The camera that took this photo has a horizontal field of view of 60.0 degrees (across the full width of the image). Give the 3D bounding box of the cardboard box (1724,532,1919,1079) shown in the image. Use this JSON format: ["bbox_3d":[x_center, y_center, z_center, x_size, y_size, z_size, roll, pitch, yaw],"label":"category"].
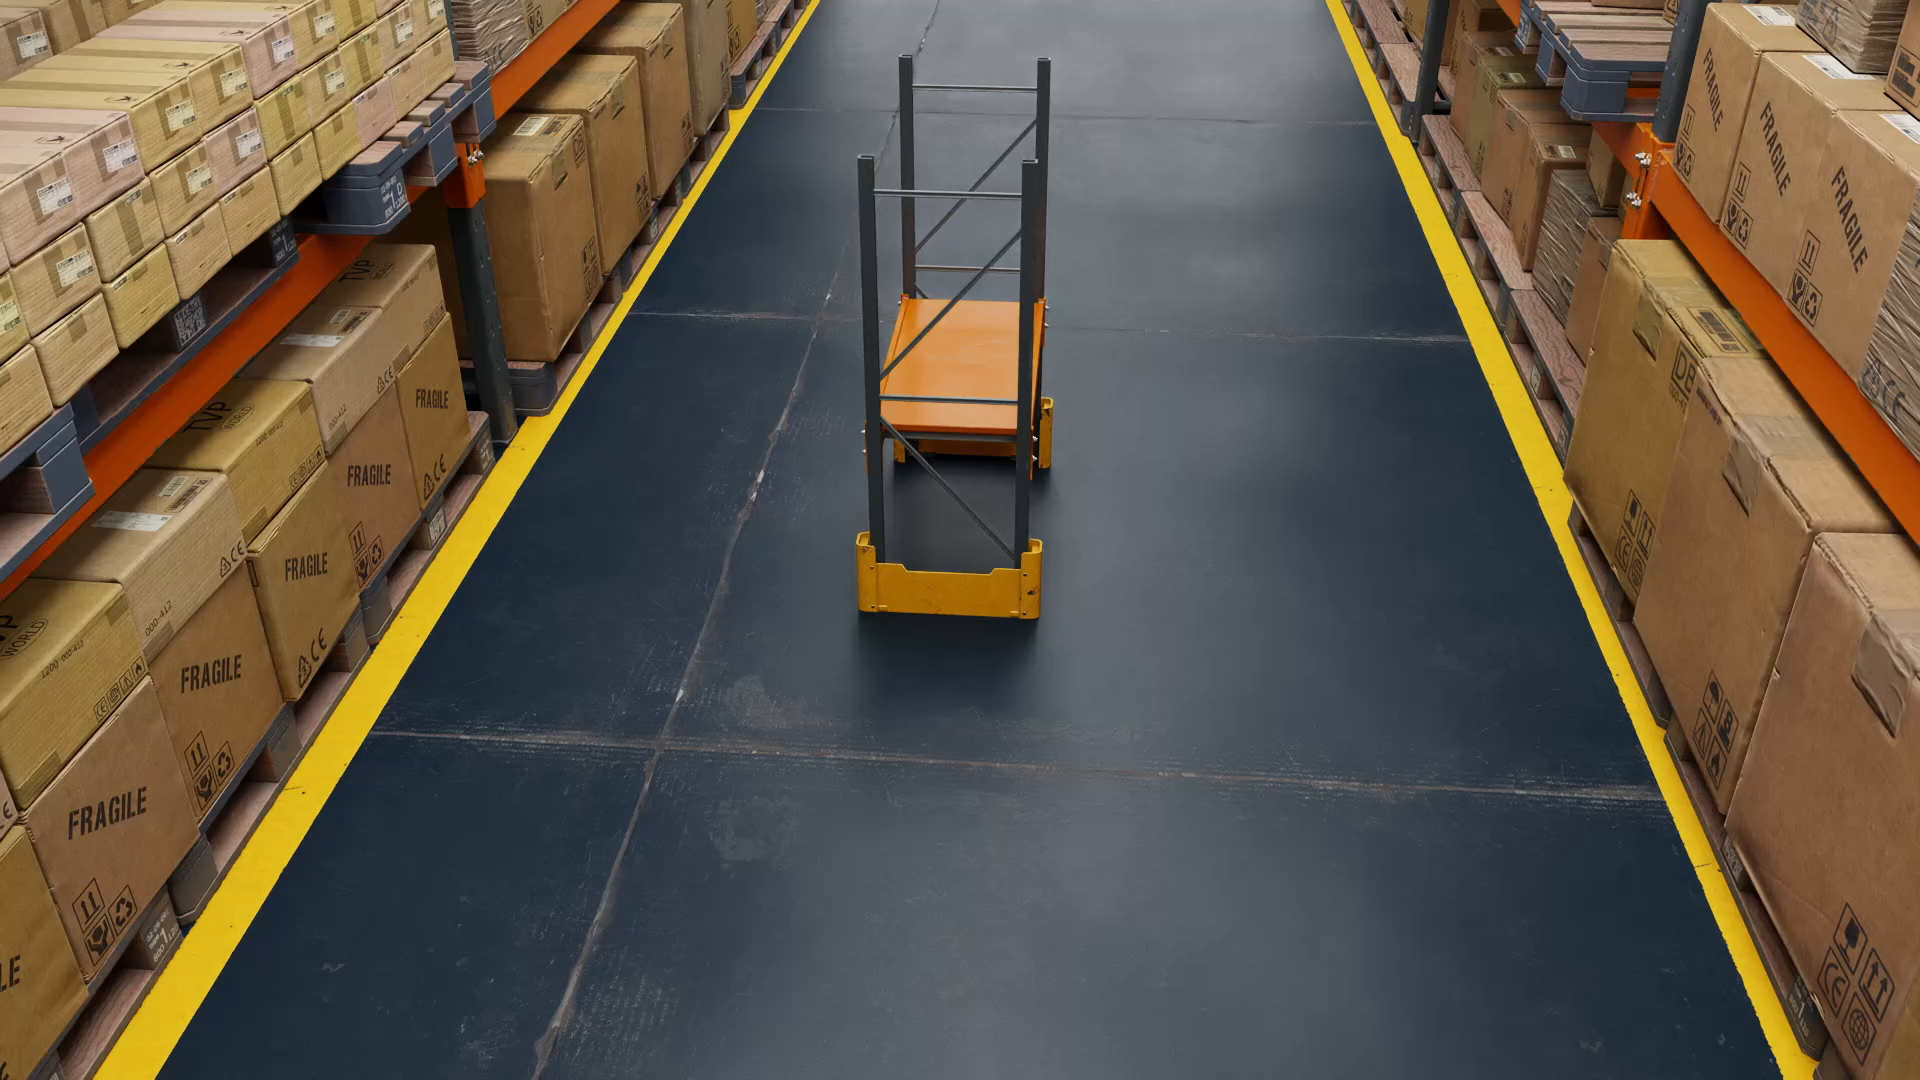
[{"bbox_3d":[2.504,0.593,3.554,1.225,0.875,0.875,1,32,2],"label":"cardboard box"}]

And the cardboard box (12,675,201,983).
[{"bbox_3d":[-2.170,0.639,3.836,0.500,0.500,0.500,4,32,6],"label":"cardboard box"}]

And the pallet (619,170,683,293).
[{"bbox_3d":[-1.969,-1.544,8.055,1.003,0.211,1.213,2,32,4],"label":"pallet"}]

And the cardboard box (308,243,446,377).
[{"bbox_3d":[-2.005,-0.751,5.378,0.500,0.250,0.500,2,32,3],"label":"cardboard box"}]

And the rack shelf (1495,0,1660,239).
[{"bbox_3d":[2.888,-2.161,7.083,1.077,0.370,4.000,2,32,4],"label":"rack shelf"}]

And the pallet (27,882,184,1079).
[{"bbox_3d":[-2.474,1.185,3.625,1.003,0.211,1.213,2,32,4],"label":"pallet"}]

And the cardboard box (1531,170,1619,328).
[{"bbox_3d":[2.792,-1.187,6.779,0.700,0.500,0.500,0,32,0],"label":"cardboard box"}]

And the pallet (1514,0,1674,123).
[{"bbox_3d":[2.677,-1.717,5.860,1.213,0.211,1.003,2,32,4],"label":"pallet"}]

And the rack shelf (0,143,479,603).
[{"bbox_3d":[-2.373,-0.334,4.119,1.077,0.370,4.000,2,32,4],"label":"rack shelf"}]

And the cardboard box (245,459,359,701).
[{"bbox_3d":[-2.076,0.103,4.706,0.500,0.500,0.500,1,32,2],"label":"cardboard box"}]

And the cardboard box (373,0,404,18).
[{"bbox_3d":[-1.816,-1.604,4.766,0.380,0.149,0.250,2,32,3],"label":"cardboard box"}]

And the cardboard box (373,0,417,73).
[{"bbox_3d":[-1.817,-1.467,4.828,0.380,0.149,0.250,4,32,6],"label":"cardboard box"}]

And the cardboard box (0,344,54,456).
[{"bbox_3d":[-1.983,-0.260,3.152,0.380,0.149,0.250,3,32,4],"label":"cardboard box"}]

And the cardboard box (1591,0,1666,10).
[{"bbox_3d":[2.675,-2.223,6.003,0.700,0.500,0.500,7,32,11],"label":"cardboard box"}]

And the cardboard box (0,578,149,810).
[{"bbox_3d":[-2.171,0.318,3.643,0.500,0.250,0.500,3,32,5],"label":"cardboard box"}]

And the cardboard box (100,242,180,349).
[{"bbox_3d":[-1.944,-0.536,3.600,0.380,0.149,0.250,2,32,3],"label":"cardboard box"}]

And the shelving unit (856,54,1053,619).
[{"bbox_3d":[0.006,-0.678,5.421,0.587,1.500,1.083,2,32,4],"label":"shelving unit"}]

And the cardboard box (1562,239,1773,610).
[{"bbox_3d":[2.648,-0.336,5.061,1.225,0.875,0.875,1,32,2],"label":"cardboard box"}]

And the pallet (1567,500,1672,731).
[{"bbox_3d":[2.586,0.175,5.266,1.003,0.211,1.213,2,32,4],"label":"pallet"}]

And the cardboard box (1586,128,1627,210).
[{"bbox_3d":[2.783,-1.493,6.563,0.500,0.250,0.500,6,32,10],"label":"cardboard box"}]

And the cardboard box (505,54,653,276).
[{"bbox_3d":[-2.003,-1.679,7.360,1.050,0.750,0.750,3,32,5],"label":"cardboard box"}]

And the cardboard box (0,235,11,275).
[{"bbox_3d":[-1.982,-0.517,3.001,0.380,0.149,0.250,2,32,3],"label":"cardboard box"}]

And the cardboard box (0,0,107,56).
[{"bbox_3d":[-2.507,-1.371,4.387,0.380,0.149,0.250,1,32,2],"label":"cardboard box"}]

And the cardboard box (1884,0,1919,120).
[{"bbox_3d":[2.594,-1.169,3.736,0.797,0.503,0.637,3,32,5],"label":"cardboard box"}]

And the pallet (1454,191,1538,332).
[{"bbox_3d":[2.892,-1.279,7.625,1.003,0.211,1.213,2,32,4],"label":"pallet"}]

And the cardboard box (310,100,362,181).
[{"bbox_3d":[-1.859,-1.086,4.492,0.380,0.149,0.250,2,32,3],"label":"cardboard box"}]

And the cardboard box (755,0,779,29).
[{"bbox_3d":[-1.694,-3.850,10.762,0.875,0.875,0.875,3,32,4],"label":"cardboard box"}]

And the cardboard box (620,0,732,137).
[{"bbox_3d":[-1.845,-2.670,8.968,1.050,0.750,0.750,2,32,4],"label":"cardboard box"}]

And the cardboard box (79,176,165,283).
[{"bbox_3d":[-1.943,-0.666,3.527,0.380,0.149,0.250,2,32,3],"label":"cardboard box"}]

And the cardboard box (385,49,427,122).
[{"bbox_3d":[-1.814,-1.351,4.922,0.380,0.149,0.250,2,32,4],"label":"cardboard box"}]

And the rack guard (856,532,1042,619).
[{"bbox_3d":[-0.034,0.114,5.327,0.587,0.250,0.087,2,32,4],"label":"rack guard"}]

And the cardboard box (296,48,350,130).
[{"bbox_3d":[-1.856,-1.199,4.392,0.380,0.149,0.250,3,32,4],"label":"cardboard box"}]

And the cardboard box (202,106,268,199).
[{"bbox_3d":[-1.899,-0.932,3.960,0.380,0.149,0.250,3,32,5],"label":"cardboard box"}]

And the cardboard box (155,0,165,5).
[{"bbox_3d":[-2.460,-1.637,4.820,0.380,0.149,0.250,2,32,3],"label":"cardboard box"}]

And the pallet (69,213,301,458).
[{"bbox_3d":[-2.330,-0.568,3.995,1.003,0.211,1.213,2,32,4],"label":"pallet"}]

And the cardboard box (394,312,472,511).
[{"bbox_3d":[-2.003,-0.446,5.596,0.500,0.500,0.500,2,32,4],"label":"cardboard box"}]

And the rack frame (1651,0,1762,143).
[{"bbox_3d":[2.725,-1.422,5.198,1.000,3.000,0.127,2,32,4],"label":"rack frame"}]

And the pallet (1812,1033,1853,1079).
[{"bbox_3d":[2.387,1.450,3.195,1.003,0.211,1.213,2,32,4],"label":"pallet"}]

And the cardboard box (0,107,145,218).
[{"bbox_3d":[-1.941,-0.782,3.432,0.380,0.149,0.250,4,32,6],"label":"cardboard box"}]

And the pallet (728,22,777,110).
[{"bbox_3d":[-1.745,-2.985,10.393,1.003,0.211,1.213,2,32,4],"label":"pallet"}]

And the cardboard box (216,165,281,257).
[{"bbox_3d":[-1.902,-0.810,4.045,0.380,0.149,0.250,3,32,5],"label":"cardboard box"}]

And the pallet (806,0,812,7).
[{"bbox_3d":[-1.546,-4.261,12.463,1.003,0.211,1.213,2,32,4],"label":"pallet"}]

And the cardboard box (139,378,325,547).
[{"bbox_3d":[-2.092,-0.222,4.518,0.500,0.250,0.500,3,32,5],"label":"cardboard box"}]

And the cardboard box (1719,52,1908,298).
[{"bbox_3d":[2.375,-0.952,4.340,0.500,0.500,0.500,2,32,3],"label":"cardboard box"}]

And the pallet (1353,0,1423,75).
[{"bbox_3d":[3.167,-3.318,10.934,1.003,0.211,1.213,2,32,4],"label":"pallet"}]

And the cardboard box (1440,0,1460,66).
[{"bbox_3d":[3.162,-3.135,9.960,0.500,0.500,0.500,13,34,19],"label":"cardboard box"}]

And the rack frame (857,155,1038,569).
[{"bbox_3d":[-0.034,-0.417,4.998,0.500,1.500,0.032,2,32,4],"label":"rack frame"}]

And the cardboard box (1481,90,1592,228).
[{"bbox_3d":[2.877,-1.775,7.734,0.700,0.500,0.500,0,32,0],"label":"cardboard box"}]

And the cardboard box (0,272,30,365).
[{"bbox_3d":[-1.985,-0.386,3.073,0.380,0.149,0.250,1,32,2],"label":"cardboard box"}]

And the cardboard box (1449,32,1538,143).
[{"bbox_3d":[2.979,-2.316,8.613,0.700,0.500,0.500,0,32,0],"label":"cardboard box"}]

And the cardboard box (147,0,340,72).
[{"bbox_3d":[-1.855,-1.328,4.317,0.380,0.149,0.250,3,32,5],"label":"cardboard box"}]

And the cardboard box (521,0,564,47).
[{"bbox_3d":[-1.866,-2.218,6.395,0.500,0.500,0.500,2,32,4],"label":"cardboard box"}]

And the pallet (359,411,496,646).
[{"bbox_3d":[-2.275,-0.091,5.696,1.003,0.211,1.213,2,32,4],"label":"pallet"}]

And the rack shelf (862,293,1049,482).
[{"bbox_3d":[0.007,-0.530,5.523,0.538,0.185,1.000,2,32,4],"label":"rack shelf"}]

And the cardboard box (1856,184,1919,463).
[{"bbox_3d":[2.294,-0.422,3.481,0.500,0.500,0.500,3,32,4],"label":"cardboard box"}]

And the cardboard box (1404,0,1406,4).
[{"bbox_3d":[3.225,-3.753,10.963,0.500,0.500,0.500,5,32,9],"label":"cardboard box"}]

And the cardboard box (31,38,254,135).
[{"bbox_3d":[-1.901,-1.059,3.882,0.380,0.149,0.250,4,32,6],"label":"cardboard box"}]
